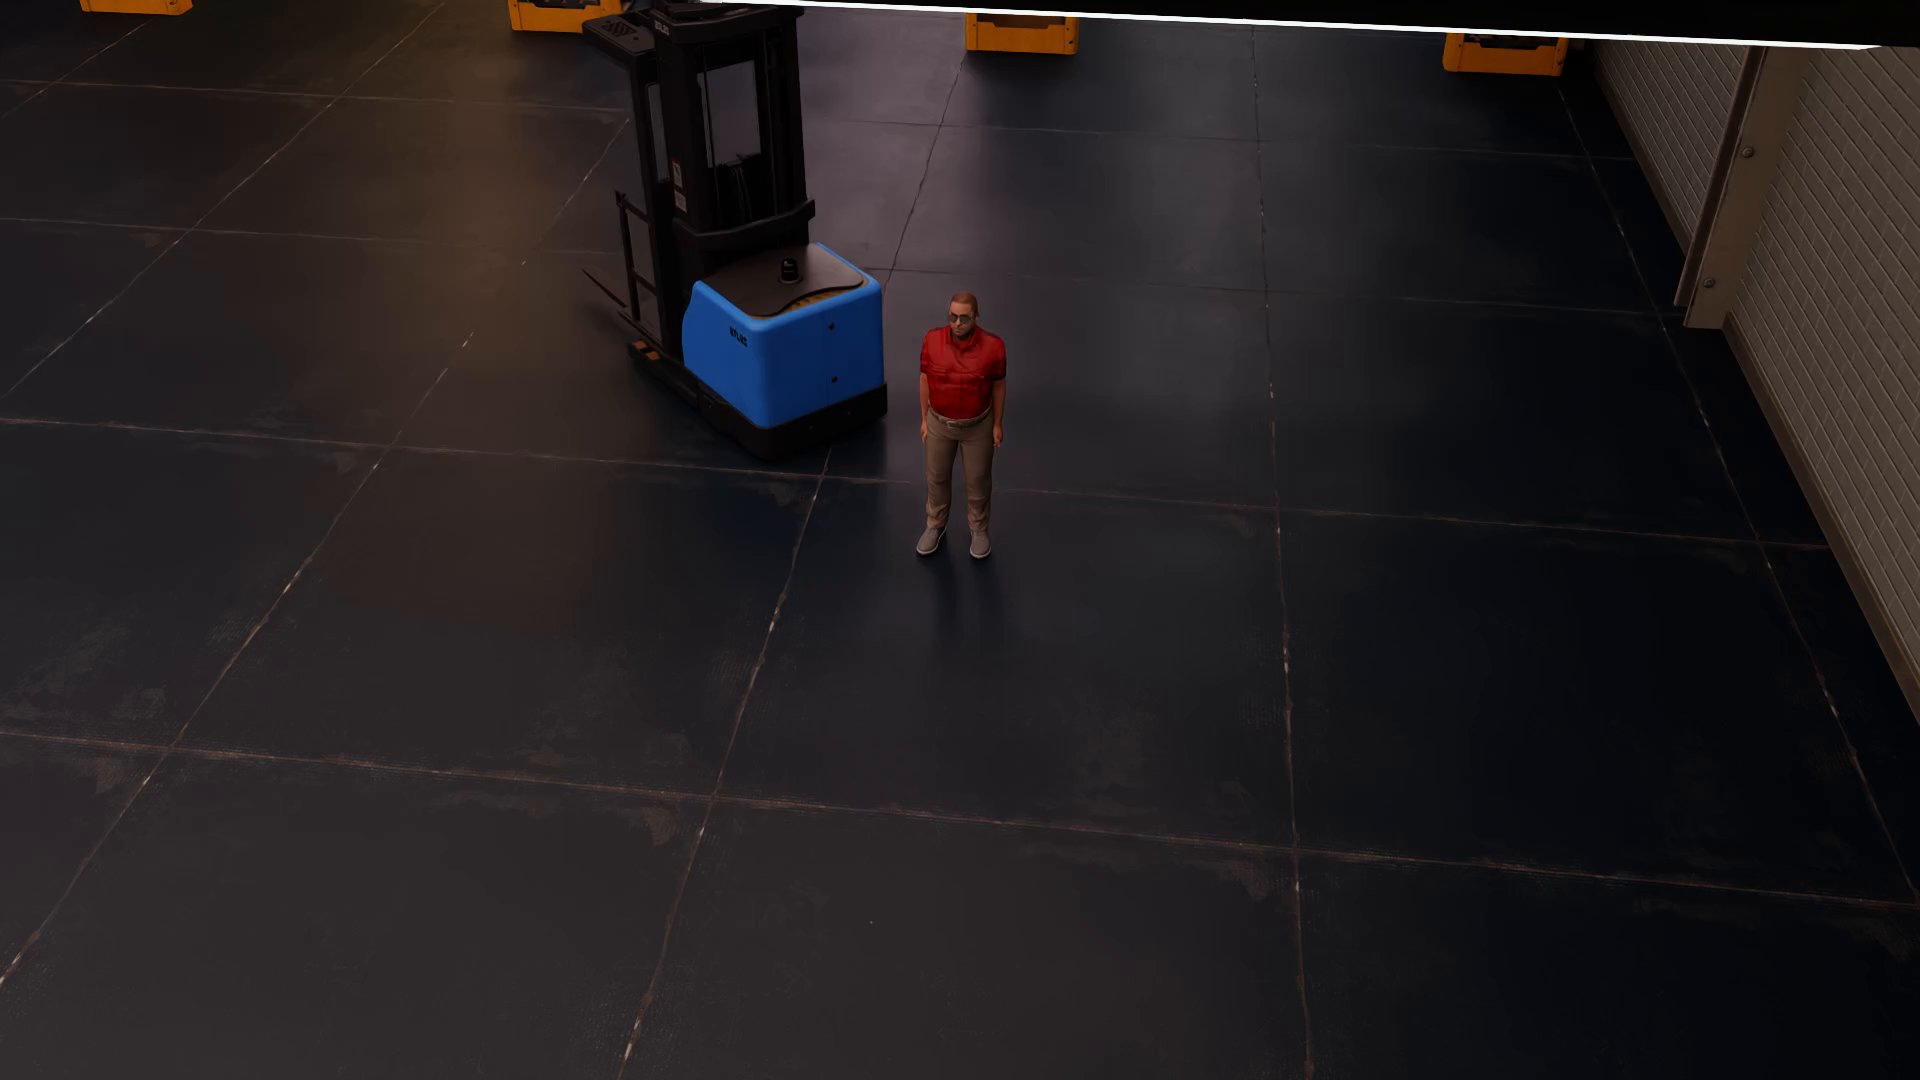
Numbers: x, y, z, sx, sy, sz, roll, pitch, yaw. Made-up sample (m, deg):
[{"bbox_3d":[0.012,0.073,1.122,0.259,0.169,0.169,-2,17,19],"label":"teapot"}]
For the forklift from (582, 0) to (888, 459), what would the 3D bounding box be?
[{"bbox_3d":[-1.791,-2.544,11.481,1.130,2.935,3.031,-24,43,-29],"label":"forklift"}]

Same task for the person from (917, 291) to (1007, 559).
[{"bbox_3d":[0.004,-0.684,9.975,0.526,1.728,0.385,4,37,6],"label":"person"}]
